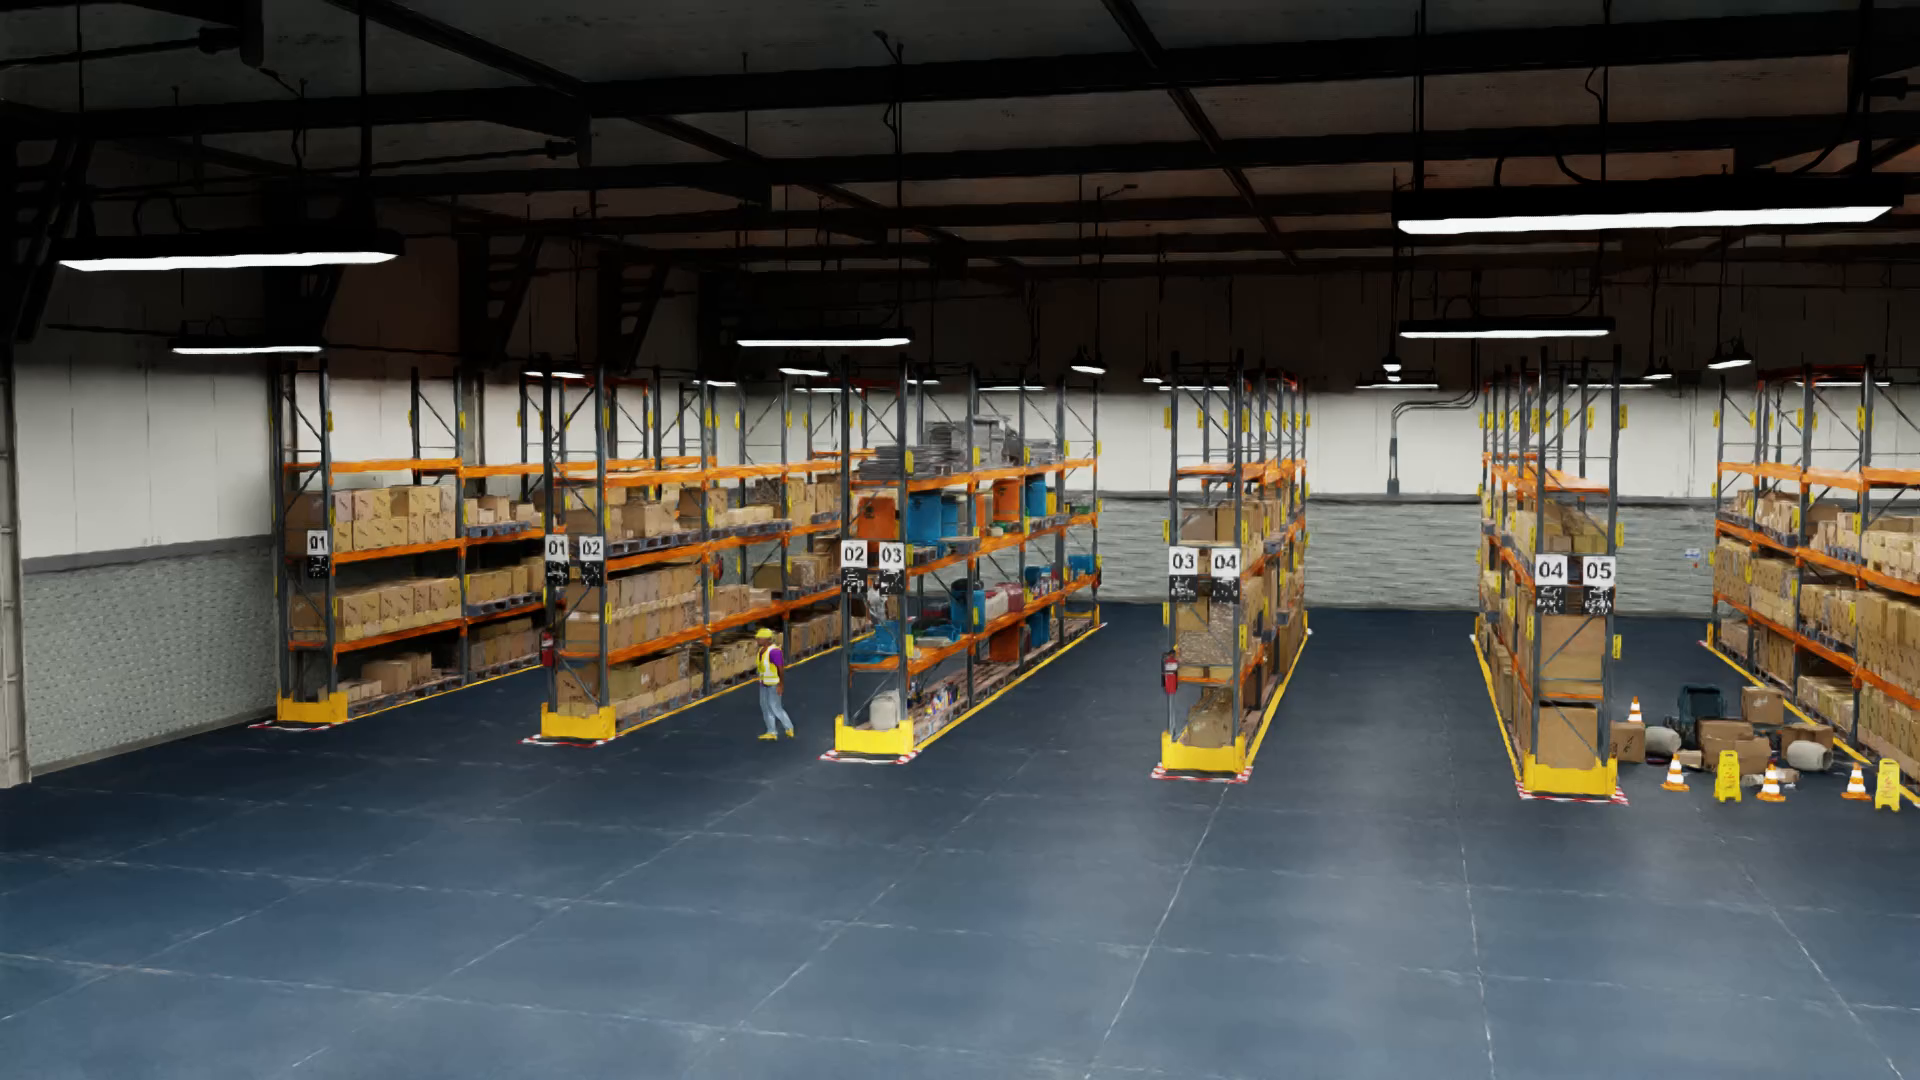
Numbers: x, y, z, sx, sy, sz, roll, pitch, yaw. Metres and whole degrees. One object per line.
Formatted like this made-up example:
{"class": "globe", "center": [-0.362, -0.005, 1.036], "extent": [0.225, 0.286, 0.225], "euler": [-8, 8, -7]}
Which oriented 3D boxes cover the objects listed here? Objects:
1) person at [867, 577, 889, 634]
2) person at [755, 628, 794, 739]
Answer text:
{"class": "person", "center": [-1.814, 1.582, 36.339], "extent": [0.455, 1.576, 1.089], "euler": [1, 4, 13]}
{"class": "person", "center": [-2.924, 2.251, 26.159], "extent": [0.582, 1.753, 0.611], "euler": [-3, 5, -39]}
